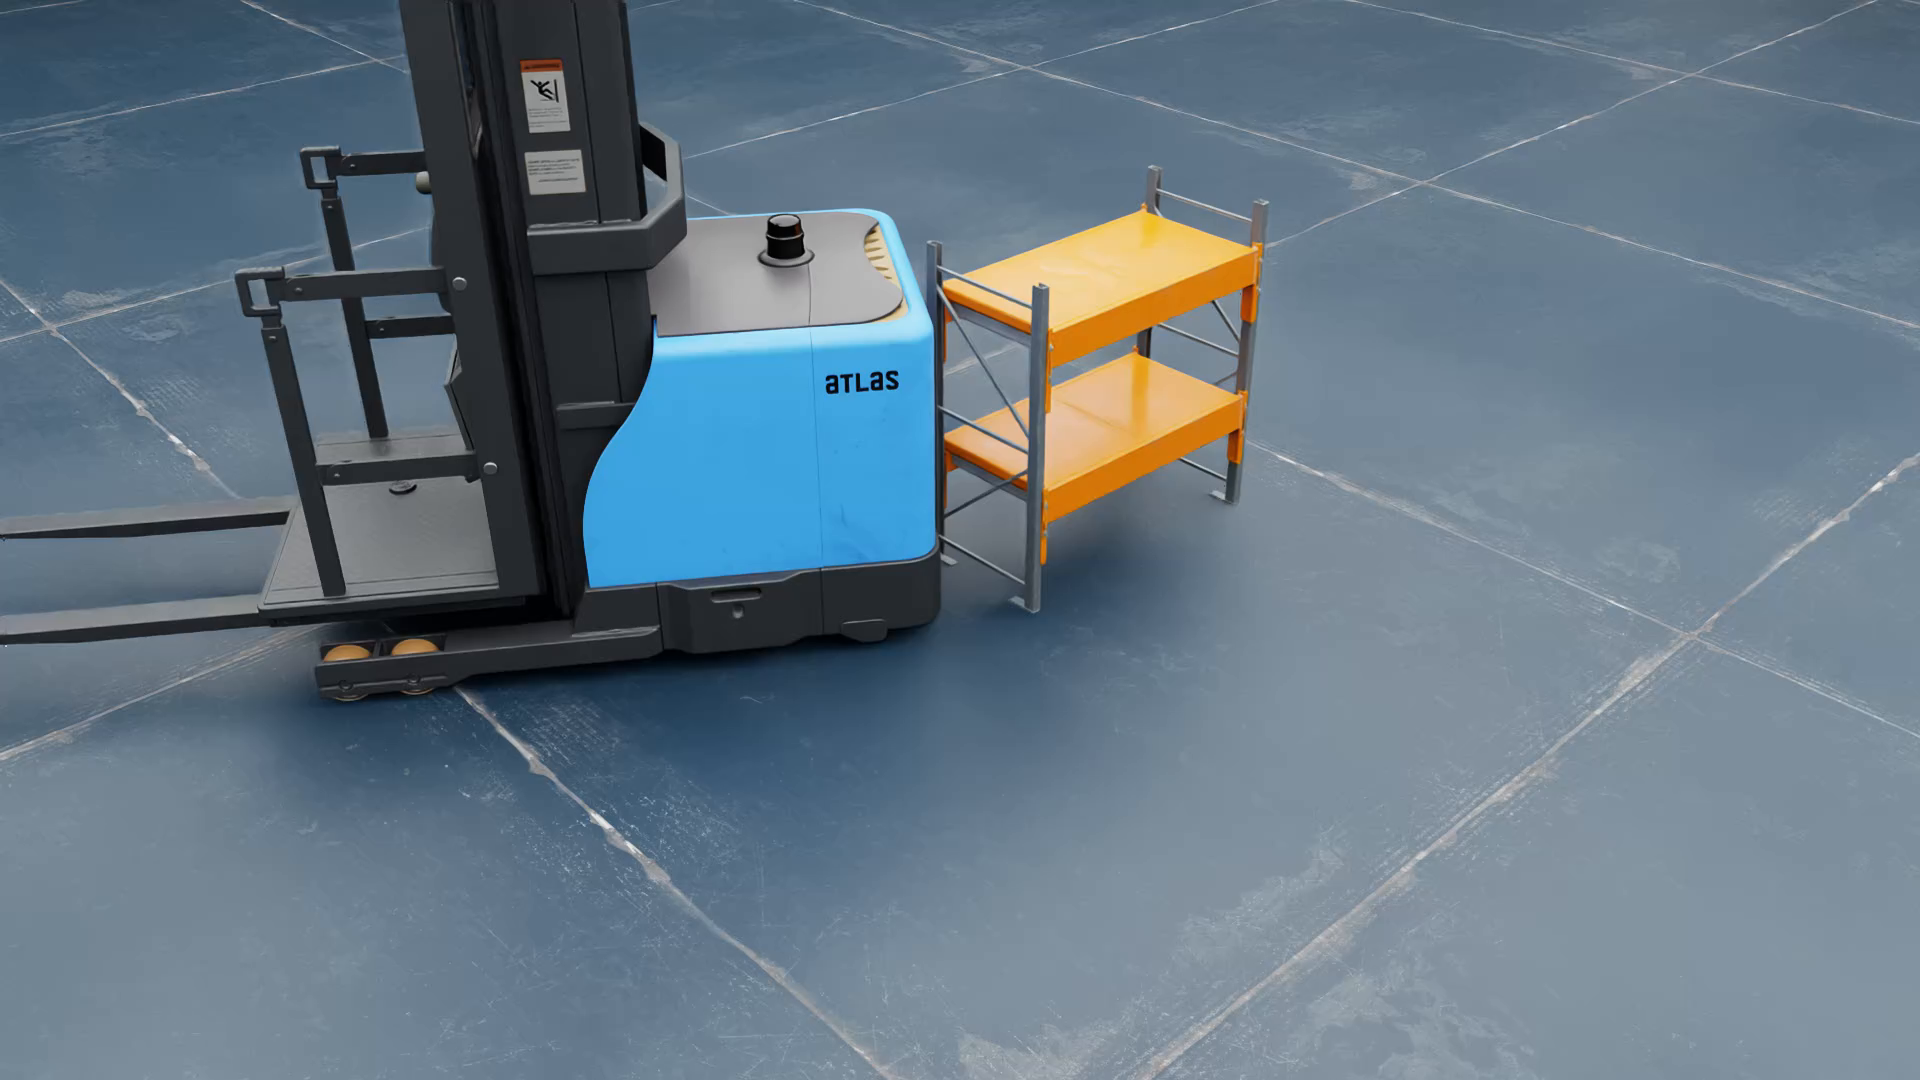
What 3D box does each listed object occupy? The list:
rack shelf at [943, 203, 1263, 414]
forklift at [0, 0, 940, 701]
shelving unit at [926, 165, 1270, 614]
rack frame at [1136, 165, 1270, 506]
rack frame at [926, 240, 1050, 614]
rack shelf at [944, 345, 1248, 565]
[{"bbox_3d":[0.449,-0.772,5.373,1.000,0.278,0.538,-26,40,-36],"label":"rack shelf"},{"bbox_3d":[-1.627,-1.067,4.685,3.031,2.935,1.130,-5,32,-8],"label":"forklift"},{"bbox_3d":[0.449,-0.522,5.525,1.048,1.125,0.538,-26,40,-36],"label":"shelving unit"},{"bbox_3d":[0.821,-0.703,5.821,0.032,1.125,0.500,-26,40,-36],"label":"rack frame"},{"bbox_3d":[0.078,-0.341,5.229,0.032,1.125,0.500,-26,40,-36],"label":"rack frame"},{"bbox_3d":[0.449,-0.313,5.653,1.000,0.278,0.538,-26,40,-36],"label":"rack shelf"}]
